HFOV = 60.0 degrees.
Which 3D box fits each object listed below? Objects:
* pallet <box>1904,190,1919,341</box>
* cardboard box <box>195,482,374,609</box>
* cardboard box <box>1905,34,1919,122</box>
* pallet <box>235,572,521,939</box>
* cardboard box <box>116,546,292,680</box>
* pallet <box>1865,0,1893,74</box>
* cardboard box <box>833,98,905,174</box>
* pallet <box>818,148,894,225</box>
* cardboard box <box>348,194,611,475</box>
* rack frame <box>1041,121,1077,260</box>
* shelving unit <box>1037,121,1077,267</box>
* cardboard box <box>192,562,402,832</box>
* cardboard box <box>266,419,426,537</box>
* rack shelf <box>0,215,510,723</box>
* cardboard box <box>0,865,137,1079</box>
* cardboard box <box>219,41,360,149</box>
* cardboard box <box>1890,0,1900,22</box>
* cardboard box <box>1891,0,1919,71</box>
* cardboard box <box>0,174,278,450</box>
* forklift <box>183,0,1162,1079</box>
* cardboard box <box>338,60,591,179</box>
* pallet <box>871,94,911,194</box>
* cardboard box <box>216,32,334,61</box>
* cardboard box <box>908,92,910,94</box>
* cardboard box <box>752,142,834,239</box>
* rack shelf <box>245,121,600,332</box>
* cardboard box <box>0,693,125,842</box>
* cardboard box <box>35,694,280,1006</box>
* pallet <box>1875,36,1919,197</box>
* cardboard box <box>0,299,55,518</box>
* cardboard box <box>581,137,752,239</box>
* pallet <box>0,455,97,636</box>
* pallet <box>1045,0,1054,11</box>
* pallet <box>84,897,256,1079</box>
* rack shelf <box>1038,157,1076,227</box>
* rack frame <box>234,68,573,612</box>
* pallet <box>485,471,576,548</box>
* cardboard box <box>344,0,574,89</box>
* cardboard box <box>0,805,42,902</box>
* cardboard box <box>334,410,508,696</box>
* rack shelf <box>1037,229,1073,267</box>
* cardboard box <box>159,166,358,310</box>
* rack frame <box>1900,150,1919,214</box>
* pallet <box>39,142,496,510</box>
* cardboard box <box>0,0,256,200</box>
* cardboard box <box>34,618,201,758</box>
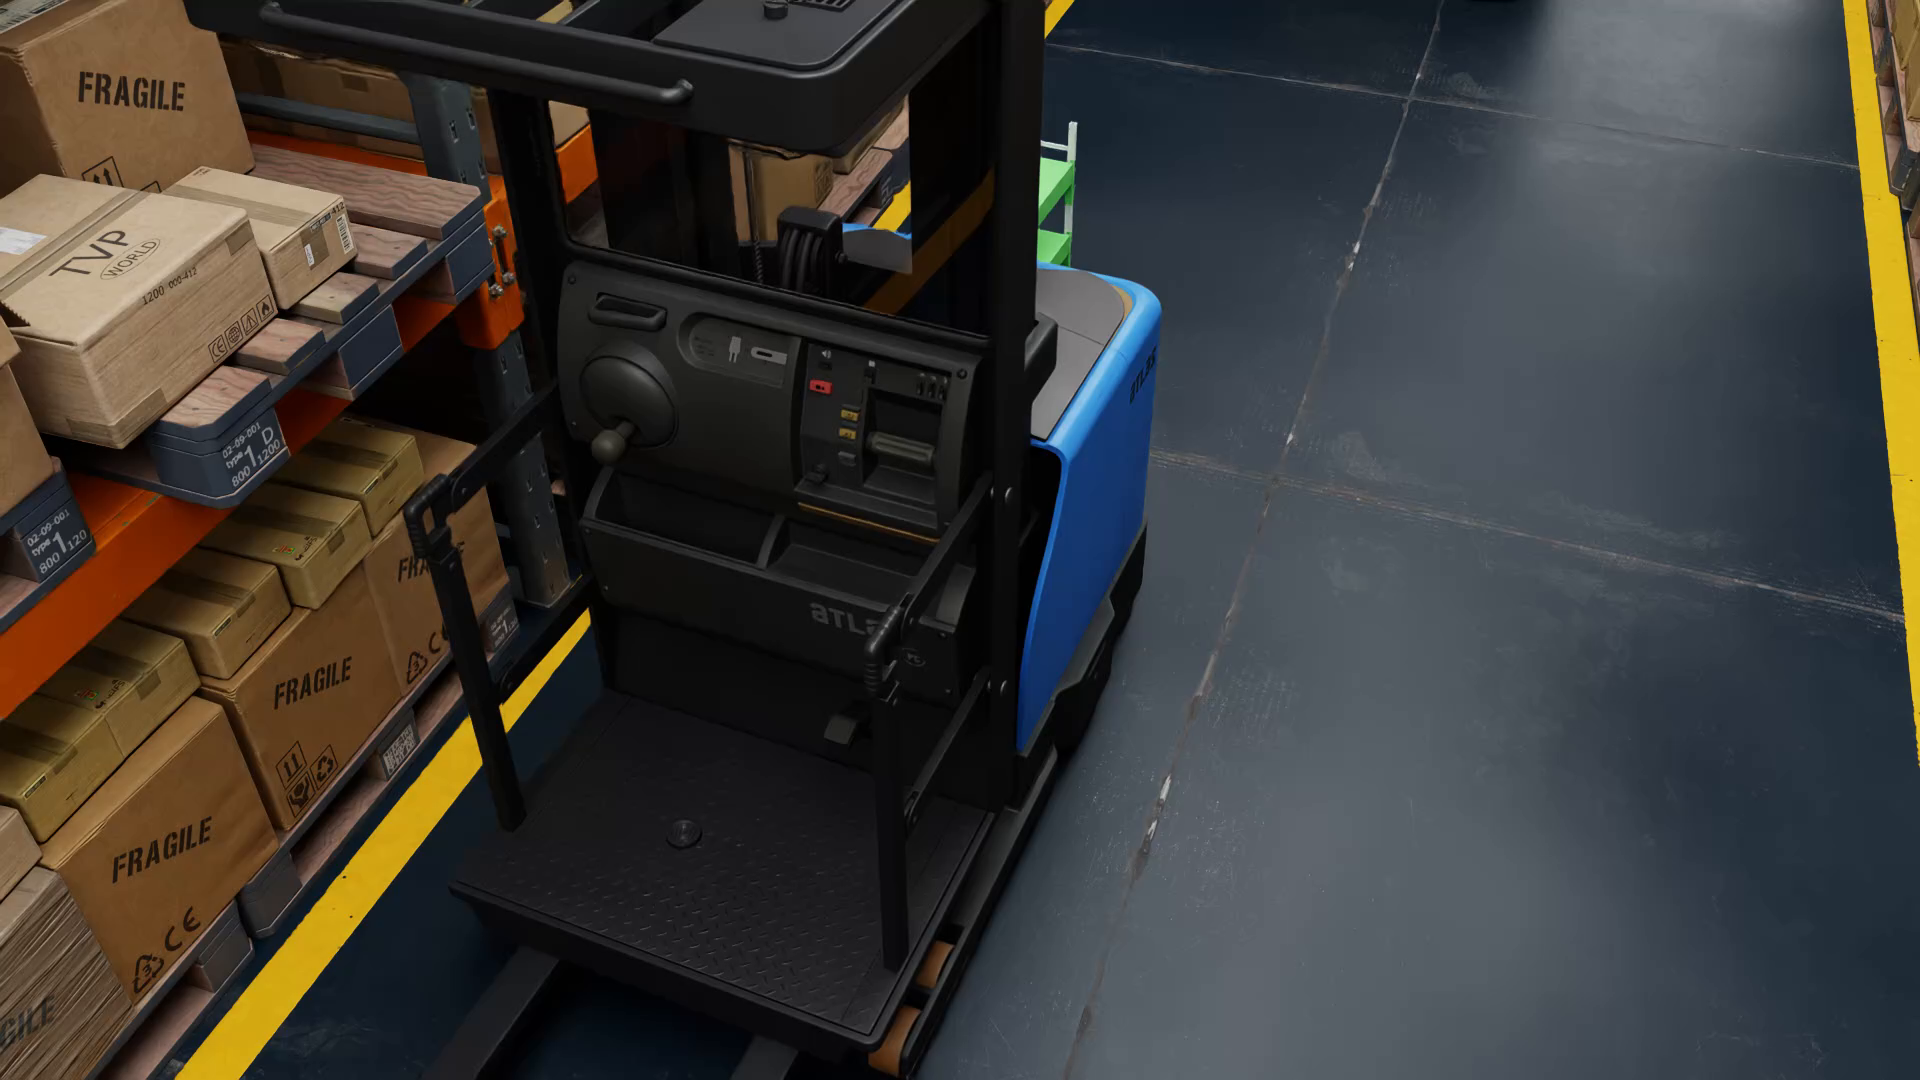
[{"bbox_3d":[4.092,-0.879,6.117,1.003,0.211,1.213,13,42,15],"label":"pallet"},{"bbox_3d":[-1.672,0.001,4.041,0.380,0.149,0.250,11,42,13],"label":"cardboard box"},{"bbox_3d":[4.306,-1.949,7.018,0.500,0.250,0.500,15,43,17],"label":"cardboard box"},{"bbox_3d":[-1.968,0.433,4.579,1.003,0.211,1.213,13,42,15],"label":"pallet"},{"bbox_3d":[-1.803,0.152,3.864,0.380,0.149,0.250,12,42,14],"label":"cardboard box"},{"bbox_3d":[4.969,-2.518,8.039,1.003,0.211,1.213,13,42,15],"label":"pallet"},{"bbox_3d":[-0.749,-1.978,6.764,0.875,0.625,0.625,13,42,15],"label":"cardboard box"},{"bbox_3d":[-0.940,-1.249,6.551,1.003,0.211,1.213,13,42,15],"label":"pallet"},{"bbox_3d":[-1.451,-0.708,5.275,0.875,0.625,0.625,15,43,16],"label":"cardboard box"},{"bbox_3d":[0.227,-0.779,5.239,0.240,1.200,0.015,15,43,17],"label":"rack frame"},{"bbox_3d":[0.132,-0.633,5.068,0.258,1.200,0.503,15,43,17],"label":"shelving unit"},{"bbox_3d":[-1.800,0.325,4.160,0.500,0.500,0.500,13,42,14],"label":"cardboard box"},{"bbox_3d":[-1.608,-0.173,4.244,0.380,0.149,0.250,11,42,13],"label":"cardboard box"},{"bbox_3d":[-2.361,0.419,3.002,1.077,0.370,4.000,13,42,15],"label":"rack shelf"},{"bbox_3d":[-2.137,0.966,3.409,0.500,0.500,0.500,12,42,14],"label":"cardboard box"},{"bbox_3d":[-1.763,-1.348,4.635,0.500,0.250,0.500,12,42,14],"label":"cardboard box"},{"bbox_3d":[4.657,-2.585,7.764,0.500,0.250,0.500,14,42,16],"label":"cardboard box"},{"bbox_3d":[4.479,-2.276,7.401,0.500,0.250,0.500,12,42,14],"label":"cardboard box"},{"bbox_3d":[-1.733,-0.462,3.272,0.500,0.250,0.500,11,42,13],"label":"cardboard box"},{"bbox_3d":[-0.492,-0.209,3.237,1.130,2.935,3.031,15,43,17],"label":"forklift"},{"bbox_3d":[-1.295,-1.234,4.501,0.500,0.250,0.500,13,42,15],"label":"cardboard box"},{"bbox_3d":[-0.524,-1.995,7.426,1.003,0.211,1.213,13,42,15],"label":"pallet"},{"bbox_3d":[-1.784,-1.543,4.478,0.500,0.250,0.500,14,42,16],"label":"cardboard box"},{"bbox_3d":[-0.477,-2.450,7.316,0.875,0.625,0.625,15,43,17],"label":"cardboard box"},{"bbox_3d":[-1.004,-1.519,6.226,0.875,0.625,0.625,12,42,13],"label":"cardboard box"},{"bbox_3d":[-0.993,-2.021,5.862,1.077,0.370,4.000,13,42,15],"label":"rack shelf"},{"bbox_3d":[-2.021,0.455,3.508,0.380,0.149,0.250,13,42,14],"label":"cardboard box"},{"bbox_3d":[-1.977,0.645,3.785,0.500,0.500,0.500,15,43,17],"label":"cardboard box"},{"bbox_3d":[4.553,-1.771,7.164,1.003,0.211,1.213,13,42,15],"label":"pallet"},{"bbox_3d":[-2.061,-0.237,2.813,0.797,0.503,0.637,12,42,14],"label":"cardboard box"},{"bbox_3d":[-1.234,-1.108,5.744,0.875,0.625,0.625,15,43,16],"label":"cardboard box"},{"bbox_3d":[-2.337,0.186,2.869,1.003,0.211,1.213,13,42,15],"label":"pallet"},{"bbox_3d":[0.002,-2.929,8.520,1.003,0.211,1.213,13,42,15],"label":"pallet"},{"bbox_3d":[-2.386,1.175,3.710,1.003,0.211,1.213,13,42,15],"label":"pallet"},{"bbox_3d":[0.132,-0.950,4.798,0.258,0.148,0.480,15,43,17],"label":"rack shelf"},{"bbox_3d":[-1.677,-1.074,4.198,1.000,3.000,0.127,13,42,15],"label":"rack frame"},{"bbox_3d":[-1.358,-0.507,5.682,1.003,0.211,1.213,13,42,15],"label":"pallet"},{"bbox_3d":[-1.272,-1.418,4.332,0.500,0.250,0.500,13,42,15],"label":"cardboard box"},{"bbox_3d":[-2.087,0.630,3.303,0.380,0.149,0.250,11,42,13],"label":"cardboard box"},{"bbox_3d":[-1.619,0.022,4.515,0.500,0.500,0.500,14,43,16],"label":"cardboard box"},{"bbox_3d":[0.132,-0.767,4.954,0.258,0.148,0.480,15,43,17],"label":"rack shelf"},{"bbox_3d":[-1.541,-0.653,3.574,0.380,0.149,0.250,14,42,16],"label":"cardboard box"},{"bbox_3d":[4.357,-2.415,5.769,1.000,3.000,0.127,13,42,15],"label":"rack frame"},{"bbox_3d":[-1.842,-0.572,3.758,1.213,0.211,1.003,13,42,15],"label":"pallet"},{"bbox_3d":[-2.000,-0.993,3.702,0.500,0.500,0.500,15,43,17],"label":"cardboard box"},{"bbox_3d":[-1.936,0.303,3.687,0.380,0.149,0.250,14,43,16],"label":"cardboard box"}]
